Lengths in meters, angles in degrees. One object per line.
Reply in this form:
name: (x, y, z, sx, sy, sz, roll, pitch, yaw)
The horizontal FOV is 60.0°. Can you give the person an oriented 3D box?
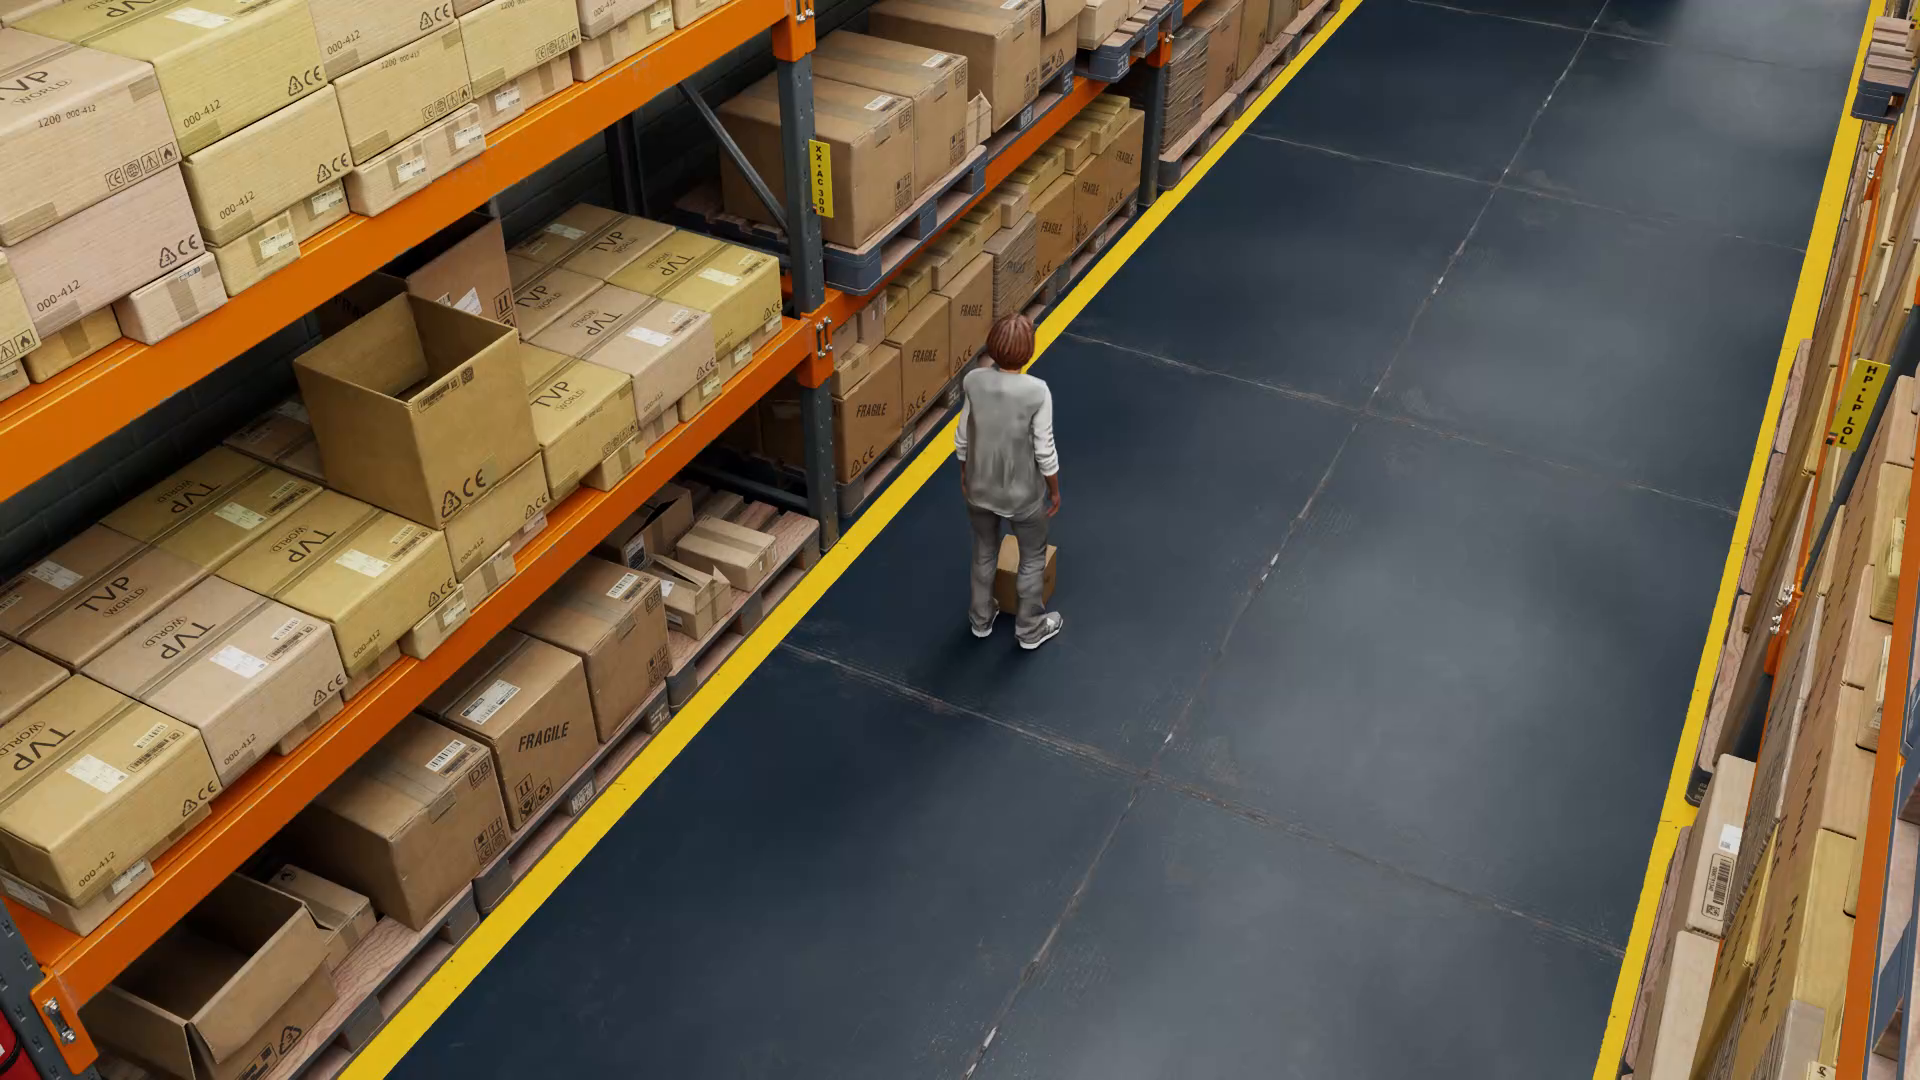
person: (0.202, -0.219, 7.031, 0.467, 1.593, 0.349, 16, 41, 19)
